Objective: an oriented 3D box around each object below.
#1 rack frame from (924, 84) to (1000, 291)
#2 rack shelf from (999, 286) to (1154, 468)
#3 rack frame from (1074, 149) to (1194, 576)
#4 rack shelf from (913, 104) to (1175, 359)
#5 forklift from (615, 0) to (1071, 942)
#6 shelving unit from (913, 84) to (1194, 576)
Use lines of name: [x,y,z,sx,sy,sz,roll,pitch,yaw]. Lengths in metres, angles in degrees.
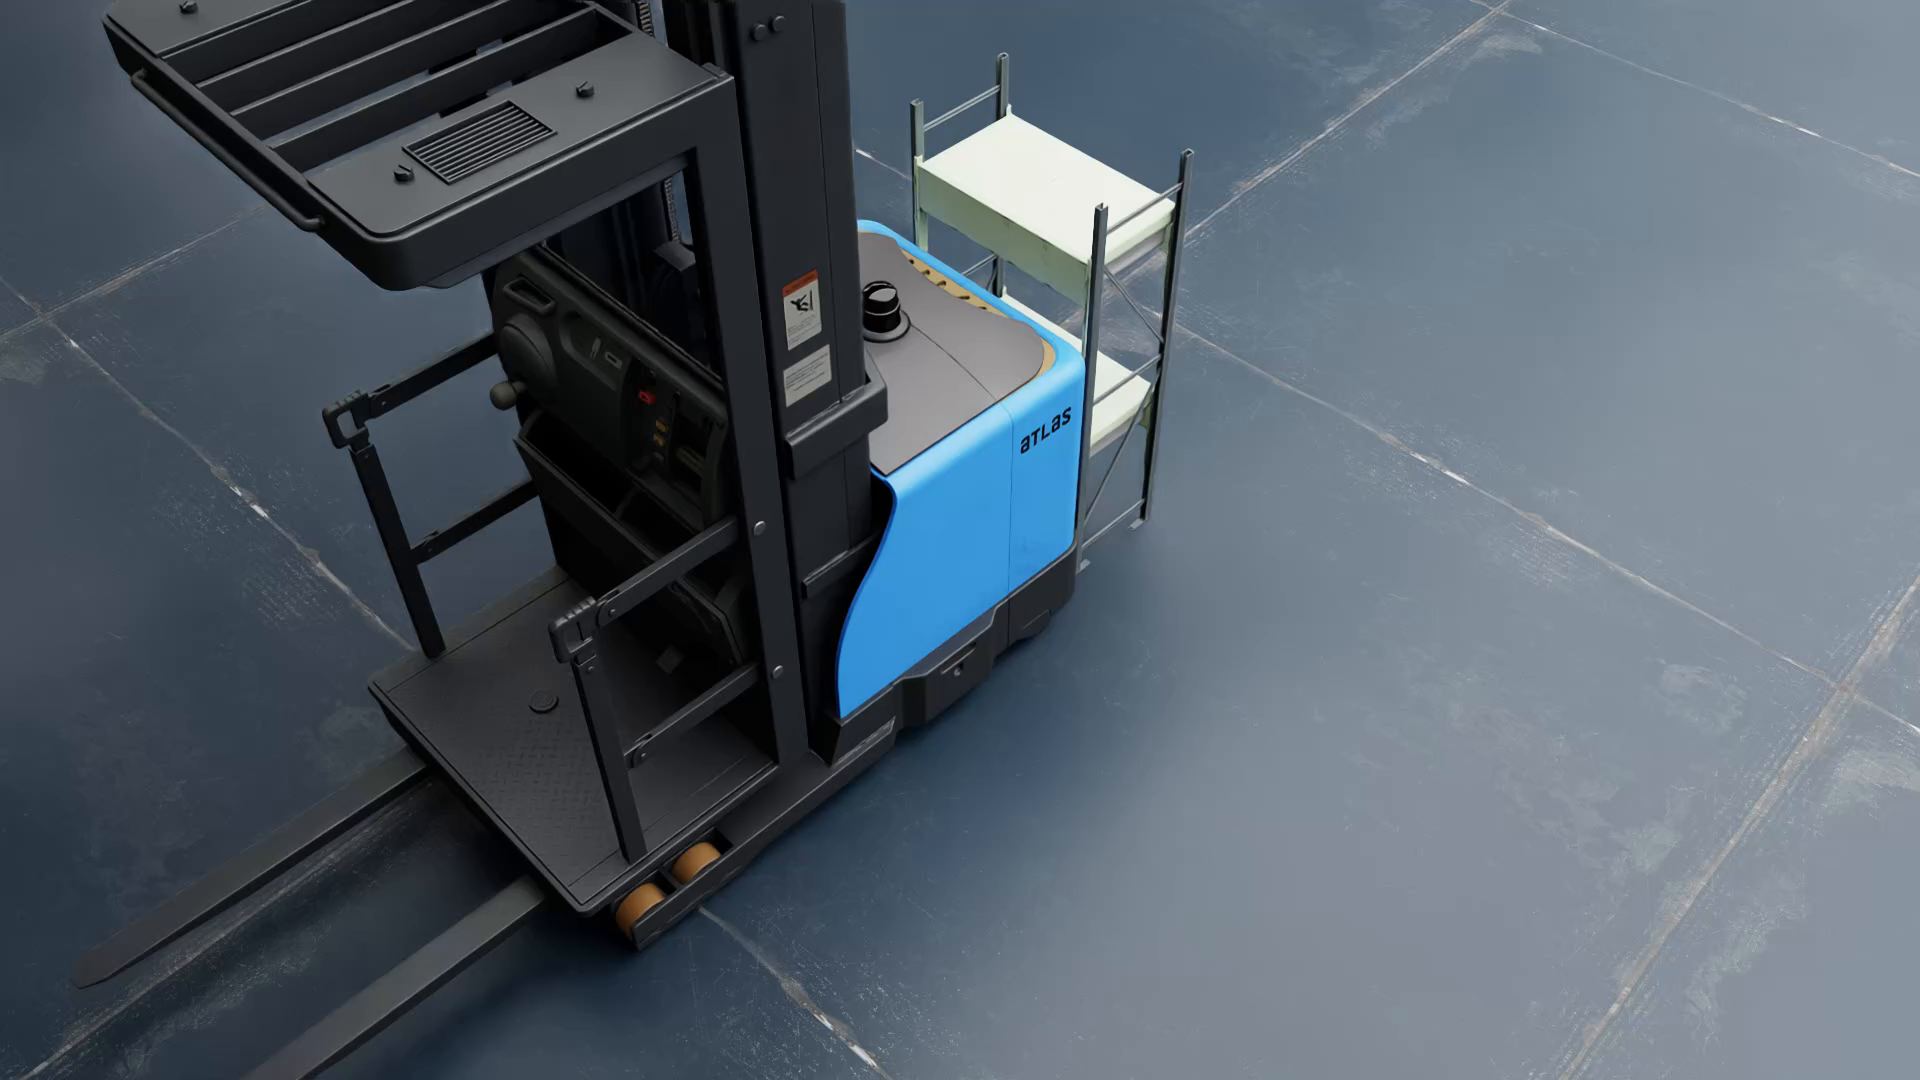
rack frame: [0.002,-0.874,5.542,0.380,1.308,0.010,-36,56,-29]
rack shelf: [0.259,-0.461,5.601,0.431,0.370,0.720,-36,56,-29]
rack frame: [0.518,-0.495,5.186,0.400,1.500,0.023,-36,56,-29]
rack shelf: [0.259,-0.951,5.079,0.431,0.370,0.720,-36,56,-29]
forklift: [2.540,-8.426,11.694,21.555,2.867,12.119,-35,56,-29]
shelving unit: [0.262,-0.682,5.362,0.431,1.500,0.748,-36,56,-29]
